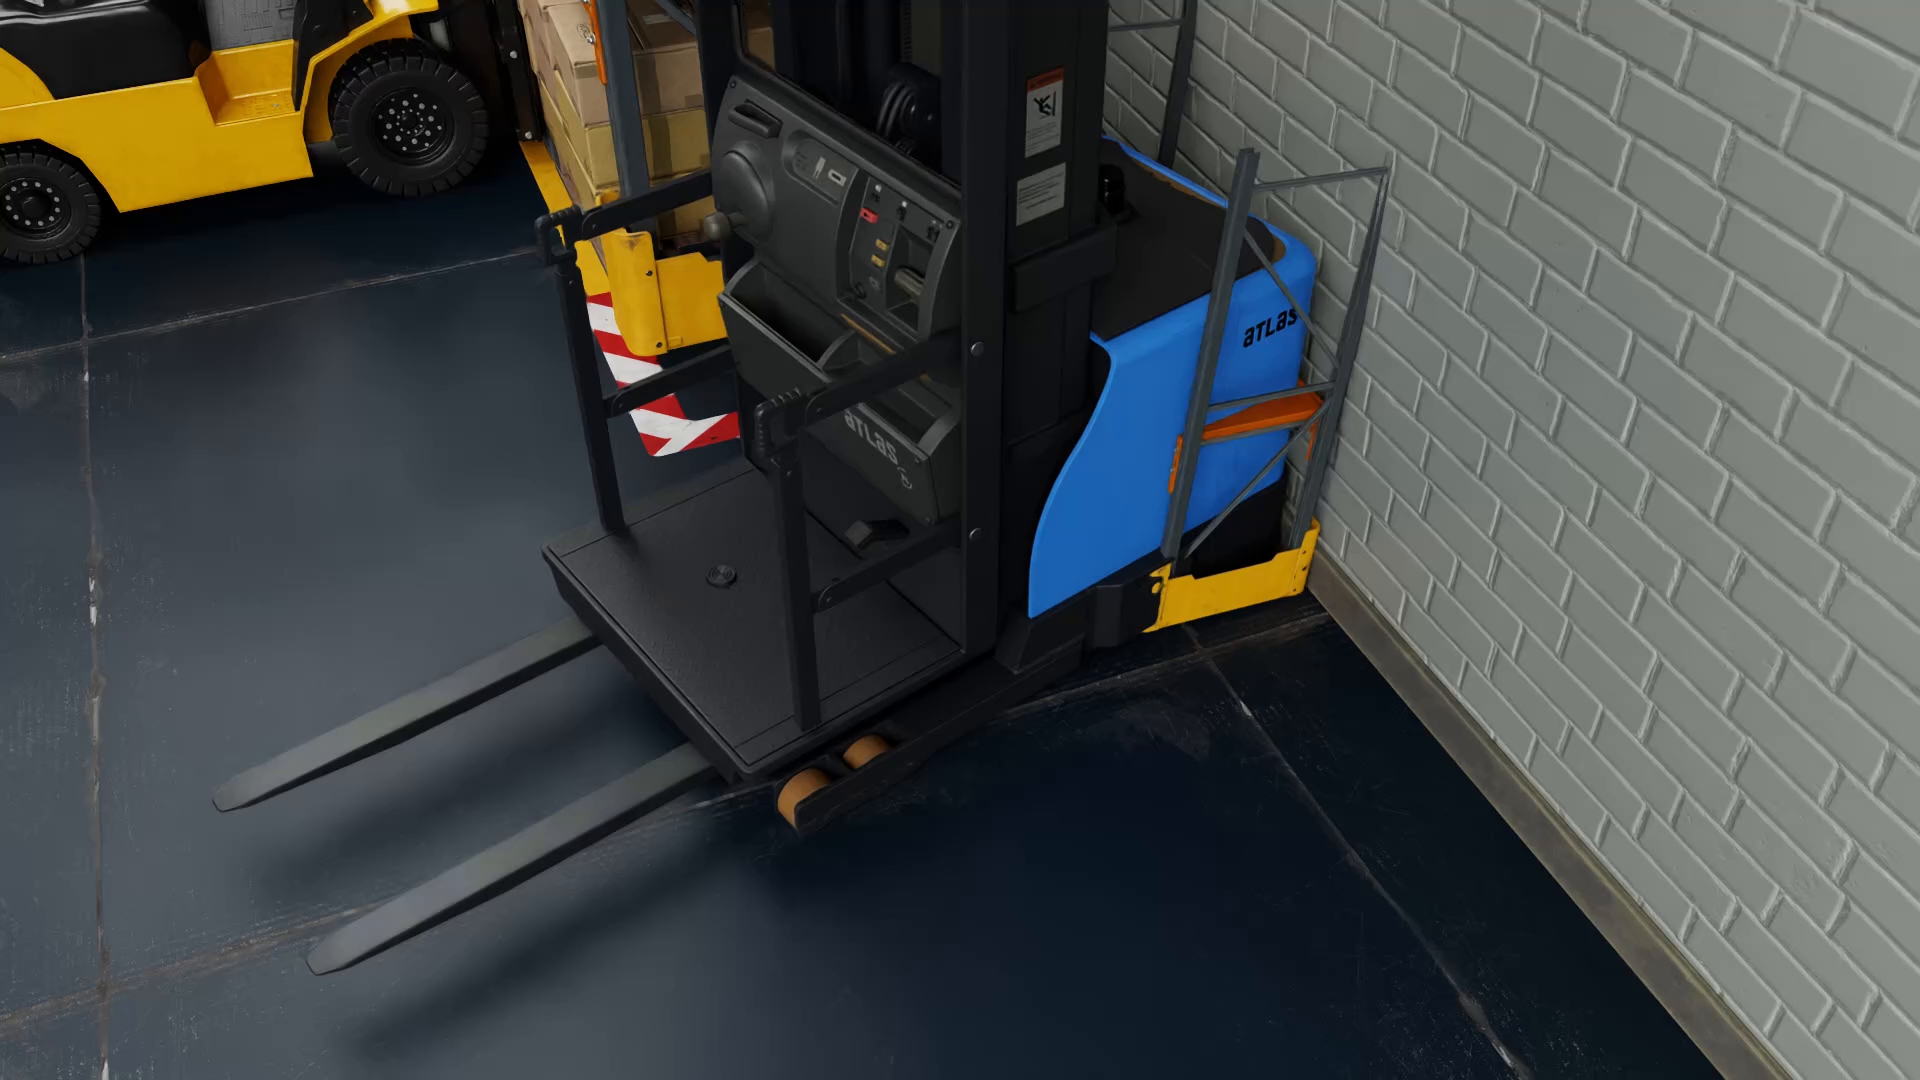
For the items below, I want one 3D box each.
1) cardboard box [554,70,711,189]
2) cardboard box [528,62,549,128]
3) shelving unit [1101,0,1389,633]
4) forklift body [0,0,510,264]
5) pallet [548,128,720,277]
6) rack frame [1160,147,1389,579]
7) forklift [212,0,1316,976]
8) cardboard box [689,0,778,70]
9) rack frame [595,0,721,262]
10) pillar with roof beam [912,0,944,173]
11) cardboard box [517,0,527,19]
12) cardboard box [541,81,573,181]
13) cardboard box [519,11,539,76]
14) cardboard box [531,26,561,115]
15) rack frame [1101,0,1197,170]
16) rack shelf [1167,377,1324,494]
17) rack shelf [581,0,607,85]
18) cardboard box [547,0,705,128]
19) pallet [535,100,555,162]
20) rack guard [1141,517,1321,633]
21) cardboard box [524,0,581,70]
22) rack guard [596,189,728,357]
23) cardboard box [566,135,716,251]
[{"bbox_3d":[-1.188,-1.573,6.182,0.500,0.250,0.500,-16,43,-17],"label":"cardboard box"},{"bbox_3d":[-1.549,-1.978,7.036,0.500,0.250,0.500,-15,43,-16],"label":"cardboard box"},{"bbox_3d":[0.625,-0.689,4.878,0.587,1.500,1.083,-12,41,-22],"label":"shelving unit"},{"bbox_3d":[-3.124,-2.417,6.411,2.313,2.155,1.214,-15,43,-17],"label":"forklift body"},{"bbox_3d":[-1.044,-1.445,6.768,1.003,0.211,1.213,-15,43,-17],"label":"pallet"},{"bbox_3d":[0.840,-0.386,4.517,0.500,1.500,0.032,-12,41,-22],"label":"rack frame"},{"bbox_3d":[-0.479,-0.739,3.862,3.031,2.935,1.130,-27,48,-28],"label":"forklift"},{"bbox_3d":[-0.722,-1.884,6.160,0.500,0.250,0.500,-16,43,-18],"label":"cardboard box"},{"bbox_3d":[-0.713,-2.052,5.335,1.000,3.000,0.127,-15,43,-17],"label":"rack frame"},{"bbox_3d":[-4.124,-3.897,2.879,9.100,9.000,0.400,-15,43,-17],"label":"pillar with roof beam"},{"bbox_3d":[-1.581,-2.355,6.707,0.500,0.250,0.500,-15,43,-16],"label":"cardboard box"},{"bbox_3d":[-1.366,-1.674,6.683,0.500,0.250,0.500,-15,43,-17],"label":"cardboard box"},{"bbox_3d":[-1.587,-2.184,6.892,0.500,0.250,0.500,-16,43,-18],"label":"cardboard box"},{"bbox_3d":[-1.370,-1.878,6.537,0.500,0.250,0.500,-16,43,-17],"label":"cardboard box"},{"bbox_3d":[0.418,-0.981,5.226,0.500,1.500,0.032,-12,41,-22],"label":"rack frame"},{"bbox_3d":[0.615,-0.542,4.982,0.538,0.185,1.000,-12,41,-22],"label":"rack shelf"},{"bbox_3d":[-1.478,-2.984,6.971,1.077,0.370,4.000,-15,43,-17],"label":"rack shelf"},{"bbox_3d":[-1.177,-1.747,6.001,0.500,0.250,0.500,-14,43,-15],"label":"cardboard box"},{"bbox_3d":[-1.507,-2.178,7.621,1.003,0.211,1.213,-15,43,-17],"label":"pallet"},{"bbox_3d":[0.782,0.094,4.914,0.587,0.250,0.087,-12,41,-22],"label":"rack guard"},{"bbox_3d":[-1.378,-2.053,6.357,0.500,0.250,0.500,-14,43,-16],"label":"cardboard box"},{"bbox_3d":[-0.704,-1.089,6.133,1.175,0.500,0.348,-15,43,-17],"label":"rack guard"},{"bbox_3d":[-1.185,-1.373,6.332,0.500,0.250,0.500,-15,43,-17],"label":"cardboard box"}]
